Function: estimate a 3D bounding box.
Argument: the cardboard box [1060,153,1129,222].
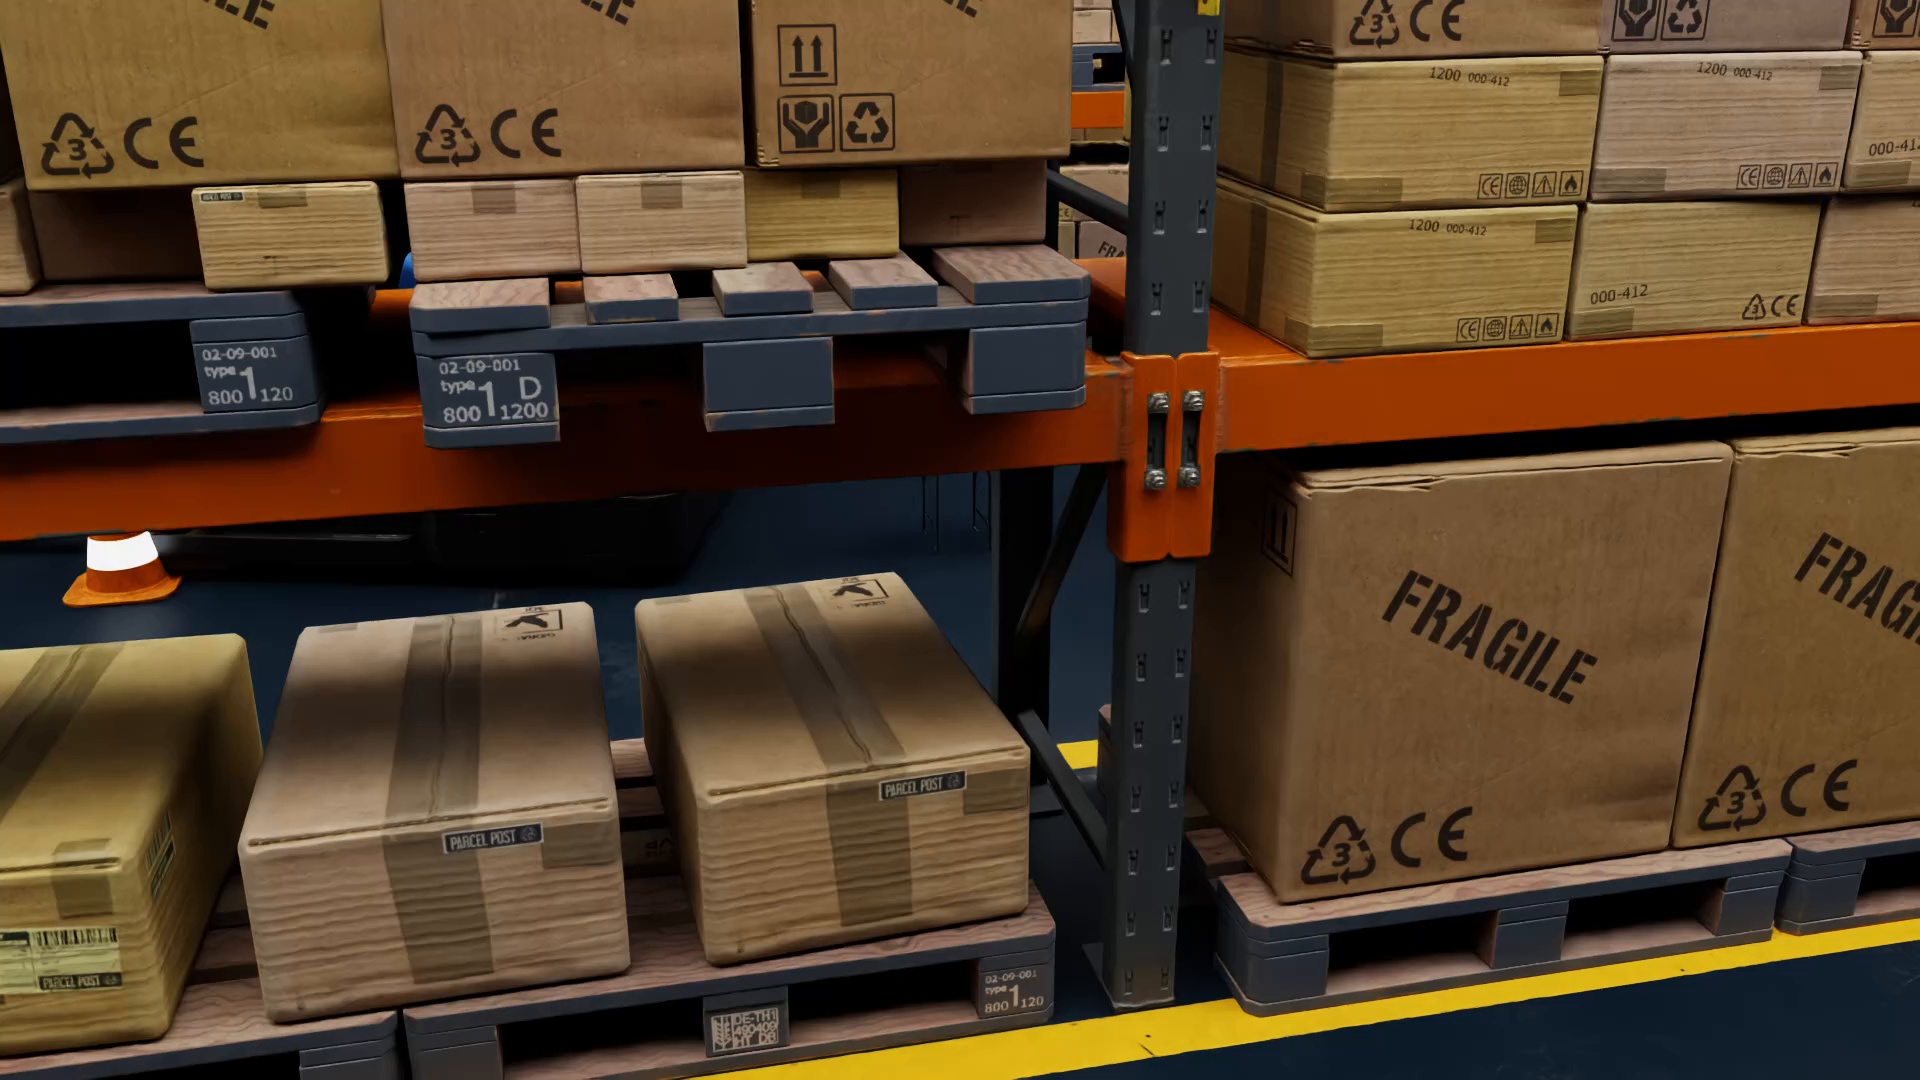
[{"bbox_3d":[0.718,-1.721,8.086,0.500,0.250,0.500,-4,21,-12],"label":"cardboard box"}]

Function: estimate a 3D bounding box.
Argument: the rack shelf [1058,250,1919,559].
[{"bbox_3d":[2.196,-0.469,3.779,4.000,0.370,1.077,-5,21,-12],"label":"rack shelf"}]

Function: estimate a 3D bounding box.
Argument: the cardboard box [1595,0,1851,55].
[{"bbox_3d":[1.267,-1.164,3.033,0.500,0.500,0.500,-5,21,-12],"label":"cardboard box"}]

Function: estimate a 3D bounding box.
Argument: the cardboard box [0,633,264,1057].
[{"bbox_3d":[-1.758,0.549,3.165,0.625,0.372,0.950,-4,20,-11],"label":"cardboard box"}]

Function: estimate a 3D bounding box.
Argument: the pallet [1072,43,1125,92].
[{"bbox_3d":[0.930,-2.377,8.223,1.213,0.211,1.003,-5,21,-12],"label":"pallet"}]

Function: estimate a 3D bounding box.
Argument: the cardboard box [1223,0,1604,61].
[{"bbox_3d":[0.786,-1.122,2.917,0.500,0.500,0.500,-5,21,-14],"label":"cardboard box"}]

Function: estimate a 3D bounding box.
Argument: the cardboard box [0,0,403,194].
[{"bbox_3d":[-1.120,-0.818,2.499,0.500,0.500,0.500,-6,21,-16],"label":"cardboard box"}]

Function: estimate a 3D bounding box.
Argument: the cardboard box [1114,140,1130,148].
[{"bbox_3d":[1.111,-1.937,8.676,0.500,0.250,0.500,-4,20,-10],"label":"cardboard box"}]

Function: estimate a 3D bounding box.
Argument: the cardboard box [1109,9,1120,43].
[{"bbox_3d":[0.784,-2.450,7.896,0.250,0.149,0.380,-4,21,-12],"label":"cardboard box"}]

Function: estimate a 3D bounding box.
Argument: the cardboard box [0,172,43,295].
[{"bbox_3d":[-1.504,-0.474,2.501,0.250,0.149,0.380,-5,21,-14],"label":"cardboard box"}]

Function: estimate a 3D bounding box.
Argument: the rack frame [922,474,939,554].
[{"bbox_3d":[-0.103,-0.555,5.585,0.006,1.200,0.240,-5,21,-12],"label":"rack frame"}]

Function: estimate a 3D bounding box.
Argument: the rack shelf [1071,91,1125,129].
[{"bbox_3d":[0.959,-2.118,8.281,4.000,0.370,1.077,-5,21,-12],"label":"rack shelf"}]

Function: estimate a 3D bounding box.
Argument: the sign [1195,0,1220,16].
[{"bbox_3d":[0.384,-0.974,2.544,0.005,0.325,0.100,-5,21,-12],"label":"sign"}]

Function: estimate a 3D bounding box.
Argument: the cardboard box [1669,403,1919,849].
[{"bbox_3d":[1.810,0.056,3.779,0.875,0.875,0.875,-4,21,-12],"label":"cardboard box"}]

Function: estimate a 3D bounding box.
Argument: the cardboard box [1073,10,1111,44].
[{"bbox_3d":[0.539,-2.431,7.844,0.250,0.149,0.380,-4,20,-11],"label":"cardboard box"}]

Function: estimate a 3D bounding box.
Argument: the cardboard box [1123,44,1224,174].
[{"bbox_3d":[0.663,-0.936,3.500,0.500,0.250,0.500,-5,21,-13],"label":"cardboard box"}]

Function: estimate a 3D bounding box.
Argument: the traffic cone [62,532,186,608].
[{"bbox_3d":[-2.706,-0.065,5.319,0.334,0.463,0.336,-5,21,-12],"label":"traffic cone"}]

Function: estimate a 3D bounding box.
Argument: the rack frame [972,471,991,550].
[{"bbox_3d":[0.075,-0.569,5.625,0.006,1.200,0.240,-5,21,-12],"label":"rack frame"}]

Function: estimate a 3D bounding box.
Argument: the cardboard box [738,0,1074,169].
[{"bbox_3d":[-0.128,-0.903,2.730,0.500,0.500,0.500,-5,21,-14],"label":"cardboard box"}]

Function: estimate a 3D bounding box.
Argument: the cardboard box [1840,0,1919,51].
[{"bbox_3d":[1.774,-1.200,3.131,0.500,0.500,0.500,-4,21,-11],"label":"cardboard box"}]

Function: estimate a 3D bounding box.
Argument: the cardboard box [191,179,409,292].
[{"bbox_3d":[-1.005,-0.499,2.570,0.250,0.149,0.380,-4,21,-12],"label":"cardboard box"}]

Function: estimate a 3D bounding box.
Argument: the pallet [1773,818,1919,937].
[{"bbox_3d":[2.220,0.529,4.065,1.213,0.211,1.003,-5,21,-12],"label":"pallet"}]

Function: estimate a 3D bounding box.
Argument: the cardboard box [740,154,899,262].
[{"bbox_3d":[-0.259,-0.577,2.784,0.250,0.149,0.380,-4,21,-12],"label":"cardboard box"}]

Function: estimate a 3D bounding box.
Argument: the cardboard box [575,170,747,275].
[{"bbox_3d":[-0.494,-0.542,2.689,0.250,0.149,0.380,-5,21,-13],"label":"cardboard box"}]

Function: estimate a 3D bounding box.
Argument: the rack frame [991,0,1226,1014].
[{"bbox_3d":[0.250,-0.648,3.223,0.127,3.000,1.000,-5,21,-12],"label":"rack frame"}]

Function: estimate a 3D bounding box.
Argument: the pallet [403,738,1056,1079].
[{"bbox_3d":[-0.511,0.722,3.535,1.213,0.211,1.003,-5,21,-12],"label":"pallet"}]

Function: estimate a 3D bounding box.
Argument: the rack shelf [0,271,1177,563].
[{"bbox_3d":[-1.696,-0.152,2.915,4.000,0.370,1.077,-5,21,-12],"label":"rack shelf"}]

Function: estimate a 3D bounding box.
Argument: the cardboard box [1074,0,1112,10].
[{"bbox_3d":[0.540,-2.571,7.794,0.250,0.149,0.380,-5,21,-12],"label":"cardboard box"}]

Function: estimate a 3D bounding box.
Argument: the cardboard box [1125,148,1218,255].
[{"bbox_3d":[0.683,-0.705,3.596,0.500,0.250,0.500,-5,21,-14],"label":"cardboard box"}]

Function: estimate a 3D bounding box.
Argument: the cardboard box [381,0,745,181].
[{"bbox_3d":[-0.629,-0.858,2.609,0.500,0.500,0.500,-5,21,-13],"label":"cardboard box"}]

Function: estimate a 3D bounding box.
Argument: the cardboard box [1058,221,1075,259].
[{"bbox_3d":[0.248,-1.332,8.114,0.500,0.500,0.500,-4,21,-12],"label":"cardboard box"}]

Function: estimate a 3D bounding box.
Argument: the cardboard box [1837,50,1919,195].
[{"bbox_3d":[1.791,-0.846,3.254,0.500,0.250,0.500,-5,21,-13],"label":"cardboard box"}]

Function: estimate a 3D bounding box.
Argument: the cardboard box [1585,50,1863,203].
[{"bbox_3d":[1.303,-0.811,3.158,0.500,0.250,0.500,-4,21,-11],"label":"cardboard box"}]

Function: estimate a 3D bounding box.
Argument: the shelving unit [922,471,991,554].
[{"bbox_3d":[-0.014,-0.562,5.605,0.189,1.200,0.258,-5,21,-12],"label":"shelving unit"}]

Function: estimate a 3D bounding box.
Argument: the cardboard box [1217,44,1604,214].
[{"bbox_3d":[0.800,-0.770,3.047,0.500,0.250,0.500,-5,21,-13],"label":"cardboard box"}]

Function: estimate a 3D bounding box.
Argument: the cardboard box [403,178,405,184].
[{"bbox_3d":[-0.941,-0.732,3.206,0.250,0.149,0.380,-5,21,-12],"label":"cardboard box"}]

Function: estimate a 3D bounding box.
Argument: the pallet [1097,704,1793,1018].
[{"bbox_3d":[1.035,0.624,3.804,1.213,0.211,1.003,-5,21,-12],"label":"pallet"}]

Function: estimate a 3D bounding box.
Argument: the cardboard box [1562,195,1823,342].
[{"bbox_3d":[1.280,-0.579,3.252,0.500,0.250,0.500,-5,21,-14],"label":"cardboard box"}]

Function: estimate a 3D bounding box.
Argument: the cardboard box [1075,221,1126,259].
[{"bbox_3d":[0.747,-1.374,8.229,0.500,0.500,0.500,-5,21,-14],"label":"cardboard box"}]

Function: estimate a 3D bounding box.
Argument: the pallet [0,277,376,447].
[{"bbox_3d":[-1.667,-0.388,2.791,1.213,0.211,1.003,-5,21,-12],"label":"pallet"}]

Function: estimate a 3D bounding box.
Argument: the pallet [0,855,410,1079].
[{"bbox_3d":[-1.696,0.818,3.275,1.213,0.211,1.003,-5,21,-12],"label":"pallet"}]

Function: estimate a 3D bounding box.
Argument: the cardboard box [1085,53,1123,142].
[{"bbox_3d":[1.244,-3.424,13.280,0.875,0.875,1.225,-5,21,-12],"label":"cardboard box"}]

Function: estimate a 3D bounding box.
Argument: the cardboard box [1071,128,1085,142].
[{"bbox_3d":[0.375,-3.353,13.086,0.875,0.875,1.225,-5,21,-14],"label":"cardboard box"}]

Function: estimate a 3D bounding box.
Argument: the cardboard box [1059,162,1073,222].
[{"bbox_3d":[0.233,-1.686,7.991,0.500,0.250,0.500,-5,21,-13],"label":"cardboard box"}]

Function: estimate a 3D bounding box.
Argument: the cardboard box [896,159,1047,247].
[{"bbox_3d":[-0.015,-0.623,2.908,0.250,0.149,0.380,-4,20,-10],"label":"cardboard box"}]

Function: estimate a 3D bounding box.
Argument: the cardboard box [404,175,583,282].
[{"bbox_3d":[-0.741,-0.525,2.642,0.250,0.149,0.380,-6,21,-15],"label":"cardboard box"}]

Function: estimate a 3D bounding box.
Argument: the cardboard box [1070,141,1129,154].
[{"bbox_3d":[0.605,-1.893,8.555,0.500,0.250,0.500,-4,21,-11],"label":"cardboard box"}]

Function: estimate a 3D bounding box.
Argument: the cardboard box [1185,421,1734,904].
[{"bbox_3d":[0.941,0.125,3.590,0.875,0.875,0.875,-5,21,-13],"label":"cardboard box"}]

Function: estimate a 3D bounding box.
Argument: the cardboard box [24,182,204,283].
[{"bbox_3d":[-1.279,-0.521,2.630,0.250,0.149,0.380,-4,21,-12],"label":"cardboard box"}]

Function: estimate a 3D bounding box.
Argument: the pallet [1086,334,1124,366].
[{"bbox_3d":[0.959,-1.145,8.632,1.213,0.211,1.003,-5,21,-12],"label":"pallet"}]

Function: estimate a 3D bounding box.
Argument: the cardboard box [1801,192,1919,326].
[{"bbox_3d":[1.792,-0.618,3.360,0.500,0.250,0.500,-4,20,-11],"label":"cardboard box"}]

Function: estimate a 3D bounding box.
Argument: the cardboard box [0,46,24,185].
[{"bbox_3d":[-1.651,-0.775,2.381,0.500,0.500,0.500,-6,21,-15],"label":"cardboard box"}]

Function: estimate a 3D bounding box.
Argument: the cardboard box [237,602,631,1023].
[{"bbox_3d":[-1.018,0.491,3.323,0.625,0.372,0.950,-5,21,-14],"label":"cardboard box"}]

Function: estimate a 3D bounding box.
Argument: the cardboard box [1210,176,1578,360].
[{"bbox_3d":[0.784,-0.532,3.125,0.500,0.250,0.500,-5,21,-13],"label":"cardboard box"}]

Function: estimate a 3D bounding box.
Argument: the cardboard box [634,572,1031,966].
[{"bbox_3d":[-0.302,0.430,3.490,0.625,0.372,0.950,-6,21,-16],"label":"cardboard box"}]

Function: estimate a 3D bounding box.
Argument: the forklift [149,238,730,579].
[{"bbox_3d":[-2.376,-1.429,5.456,3.031,2.935,1.130,1,20,3],"label":"forklift"}]

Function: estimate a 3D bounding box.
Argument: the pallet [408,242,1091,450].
[{"bbox_3d":[-0.419,-0.466,3.005,1.003,0.211,1.213,-5,21,-12],"label":"pallet"}]

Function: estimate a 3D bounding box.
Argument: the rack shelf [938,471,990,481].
[{"bbox_3d":[-0.014,-0.295,5.703,0.180,0.103,0.258,-5,21,-12],"label":"rack shelf"}]
